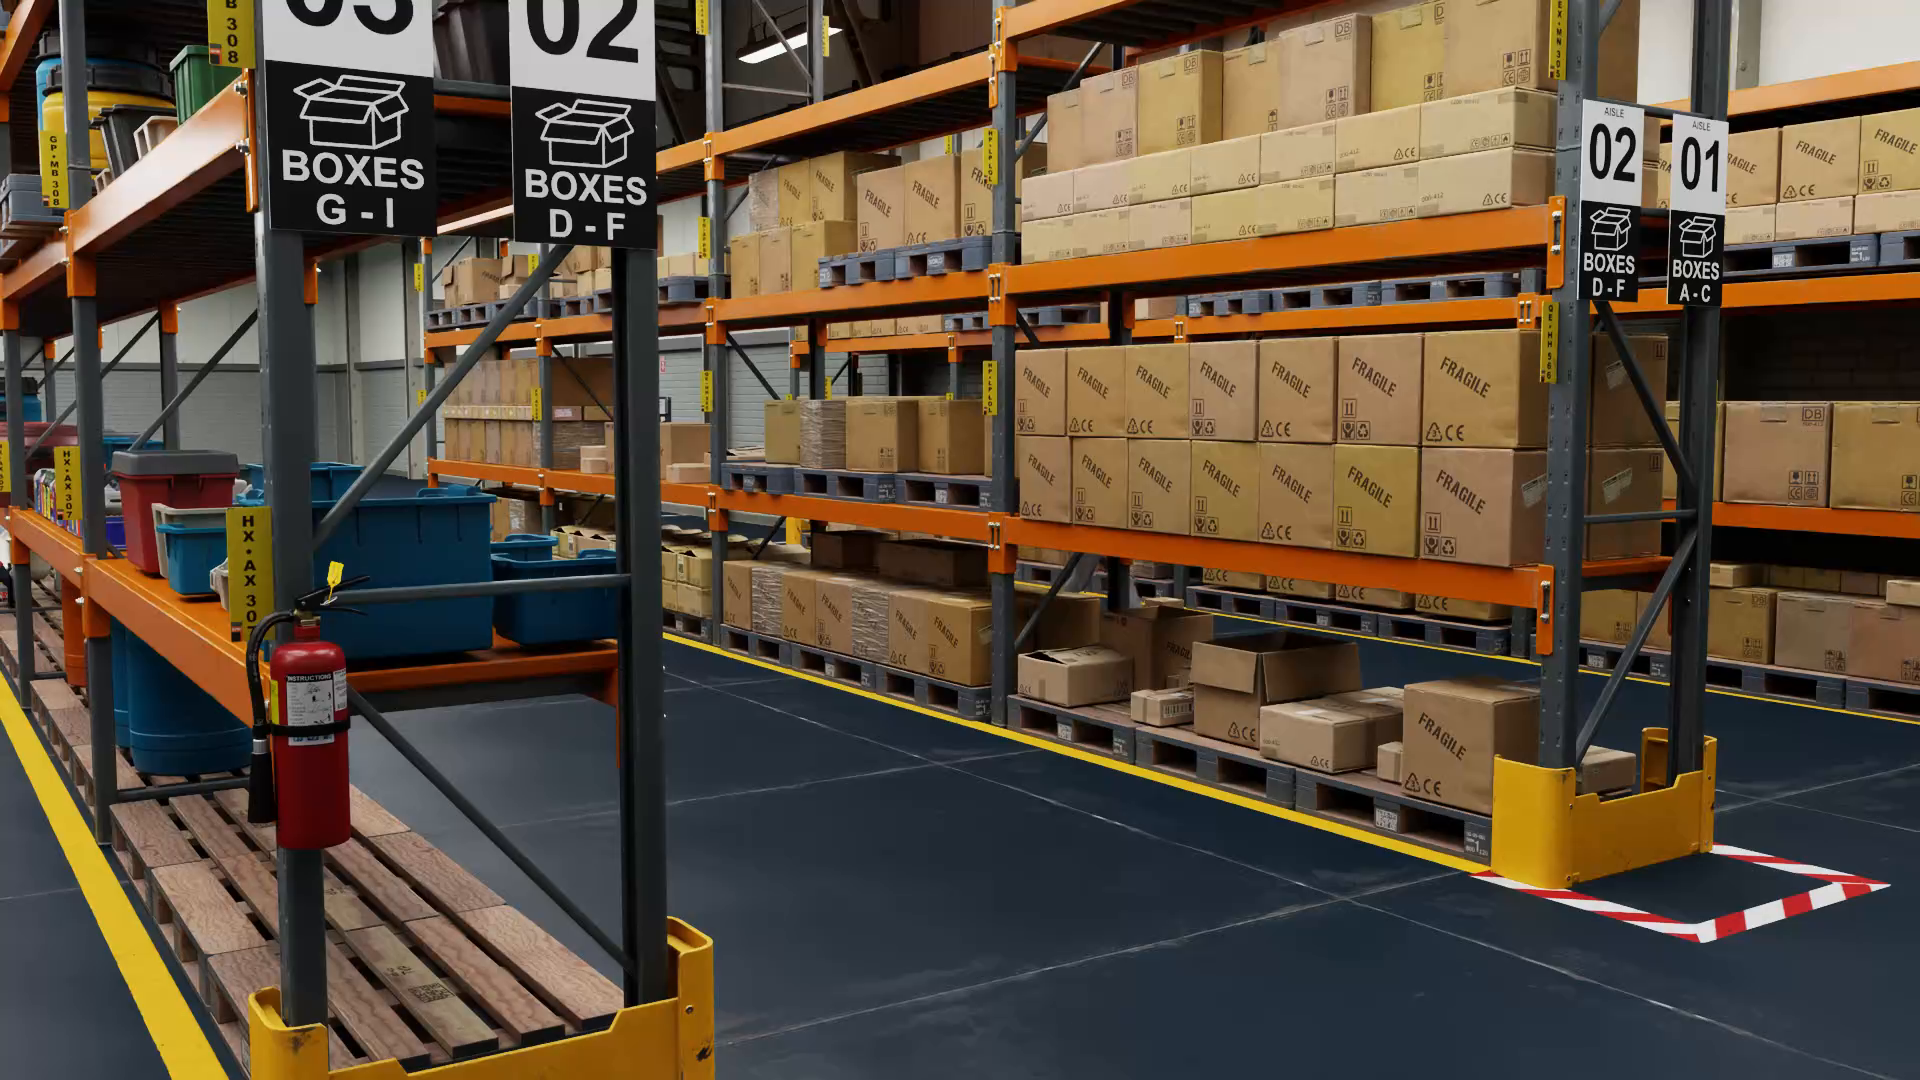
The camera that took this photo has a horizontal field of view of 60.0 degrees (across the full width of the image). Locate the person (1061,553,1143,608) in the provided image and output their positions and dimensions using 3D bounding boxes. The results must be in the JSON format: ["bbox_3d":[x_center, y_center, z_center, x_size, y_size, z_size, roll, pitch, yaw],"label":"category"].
[{"bbox_3d":[1.275,-0.042,14.387,1.012,1.614,0.457,1,5,17],"label":"person"}]
